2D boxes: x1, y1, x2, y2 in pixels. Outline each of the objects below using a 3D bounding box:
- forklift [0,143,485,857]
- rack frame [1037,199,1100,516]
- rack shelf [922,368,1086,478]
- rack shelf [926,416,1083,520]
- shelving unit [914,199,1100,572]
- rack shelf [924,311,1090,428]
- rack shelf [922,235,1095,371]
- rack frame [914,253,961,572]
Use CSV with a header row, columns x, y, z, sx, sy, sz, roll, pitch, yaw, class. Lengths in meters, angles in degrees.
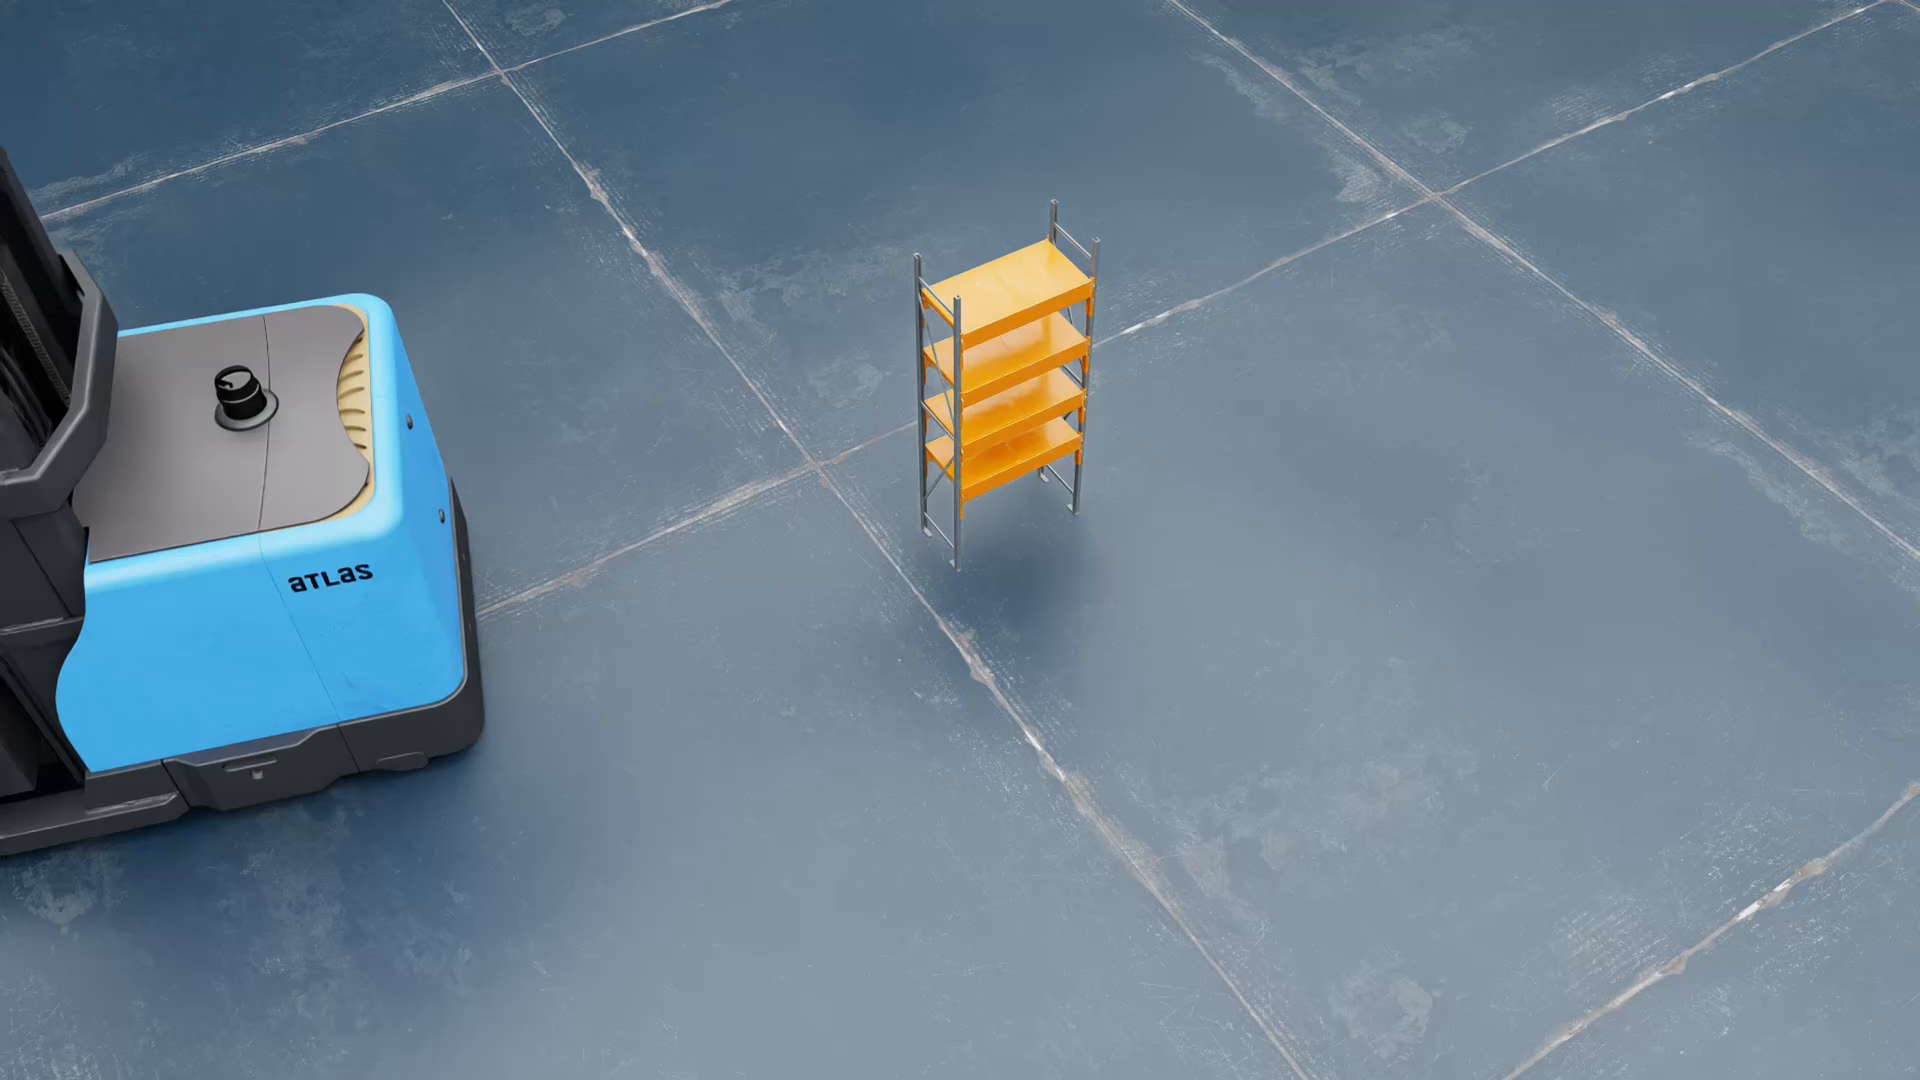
x,y,z,sx,sy,sz,roll,pitch,yaw,class
-3.047,-0.386,4.131,3.031,2.935,1.130,-11,49,-10,forklift
0.346,-0.562,5.447,0.015,1.200,0.240,-25,53,-21,rack frame
0.140,-0.420,5.411,0.480,0.148,0.258,-25,53,-21,rack shelf
0.140,-0.288,5.559,0.480,0.148,0.258,-25,53,-21,rack shelf
0.140,-0.465,5.361,0.503,1.200,0.258,-25,53,-21,shelving unit
0.140,-0.569,5.244,0.480,0.148,0.258,-25,53,-21,rack shelf
0.140,-0.726,5.067,0.480,0.148,0.258,-25,53,-21,rack shelf
-0.066,-0.368,5.274,0.015,1.200,0.240,-25,53,-21,rack frame
